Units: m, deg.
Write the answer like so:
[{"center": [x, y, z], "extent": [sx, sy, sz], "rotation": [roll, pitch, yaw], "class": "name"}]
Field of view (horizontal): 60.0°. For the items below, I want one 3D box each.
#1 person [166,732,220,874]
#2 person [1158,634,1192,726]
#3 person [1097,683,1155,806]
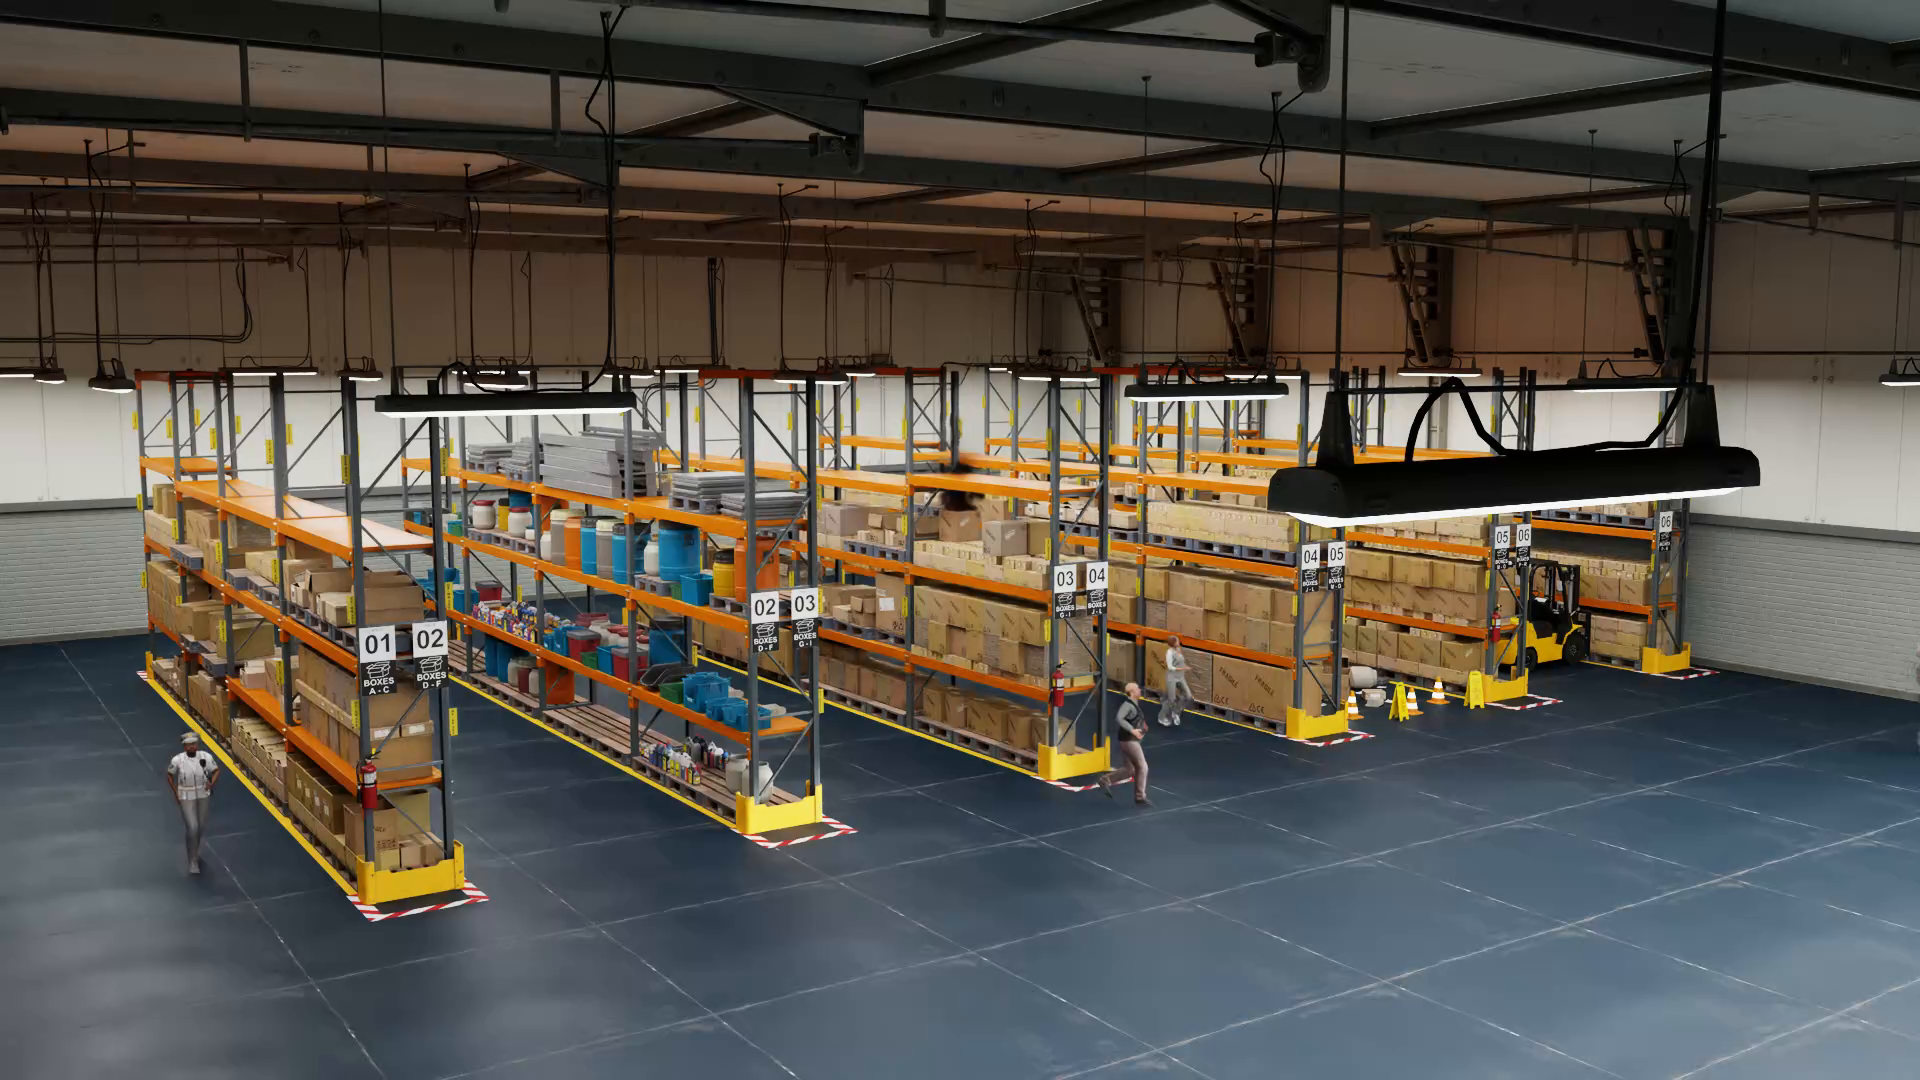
[{"center": [-9.439, 3.200, 20.506], "extent": [0.587, 1.764, 0.725], "rotation": [-5, 8, -36], "class": "person"}, {"center": [3.638, 2.369, 28.041], "extent": [0.644, 1.578, 0.510], "rotation": [6, 8, 40], "class": "person"}, {"center": [2.367, 2.862, 23.489], "extent": [0.836, 1.704, 0.697], "rotation": [1, 7, 11], "class": "person"}]
